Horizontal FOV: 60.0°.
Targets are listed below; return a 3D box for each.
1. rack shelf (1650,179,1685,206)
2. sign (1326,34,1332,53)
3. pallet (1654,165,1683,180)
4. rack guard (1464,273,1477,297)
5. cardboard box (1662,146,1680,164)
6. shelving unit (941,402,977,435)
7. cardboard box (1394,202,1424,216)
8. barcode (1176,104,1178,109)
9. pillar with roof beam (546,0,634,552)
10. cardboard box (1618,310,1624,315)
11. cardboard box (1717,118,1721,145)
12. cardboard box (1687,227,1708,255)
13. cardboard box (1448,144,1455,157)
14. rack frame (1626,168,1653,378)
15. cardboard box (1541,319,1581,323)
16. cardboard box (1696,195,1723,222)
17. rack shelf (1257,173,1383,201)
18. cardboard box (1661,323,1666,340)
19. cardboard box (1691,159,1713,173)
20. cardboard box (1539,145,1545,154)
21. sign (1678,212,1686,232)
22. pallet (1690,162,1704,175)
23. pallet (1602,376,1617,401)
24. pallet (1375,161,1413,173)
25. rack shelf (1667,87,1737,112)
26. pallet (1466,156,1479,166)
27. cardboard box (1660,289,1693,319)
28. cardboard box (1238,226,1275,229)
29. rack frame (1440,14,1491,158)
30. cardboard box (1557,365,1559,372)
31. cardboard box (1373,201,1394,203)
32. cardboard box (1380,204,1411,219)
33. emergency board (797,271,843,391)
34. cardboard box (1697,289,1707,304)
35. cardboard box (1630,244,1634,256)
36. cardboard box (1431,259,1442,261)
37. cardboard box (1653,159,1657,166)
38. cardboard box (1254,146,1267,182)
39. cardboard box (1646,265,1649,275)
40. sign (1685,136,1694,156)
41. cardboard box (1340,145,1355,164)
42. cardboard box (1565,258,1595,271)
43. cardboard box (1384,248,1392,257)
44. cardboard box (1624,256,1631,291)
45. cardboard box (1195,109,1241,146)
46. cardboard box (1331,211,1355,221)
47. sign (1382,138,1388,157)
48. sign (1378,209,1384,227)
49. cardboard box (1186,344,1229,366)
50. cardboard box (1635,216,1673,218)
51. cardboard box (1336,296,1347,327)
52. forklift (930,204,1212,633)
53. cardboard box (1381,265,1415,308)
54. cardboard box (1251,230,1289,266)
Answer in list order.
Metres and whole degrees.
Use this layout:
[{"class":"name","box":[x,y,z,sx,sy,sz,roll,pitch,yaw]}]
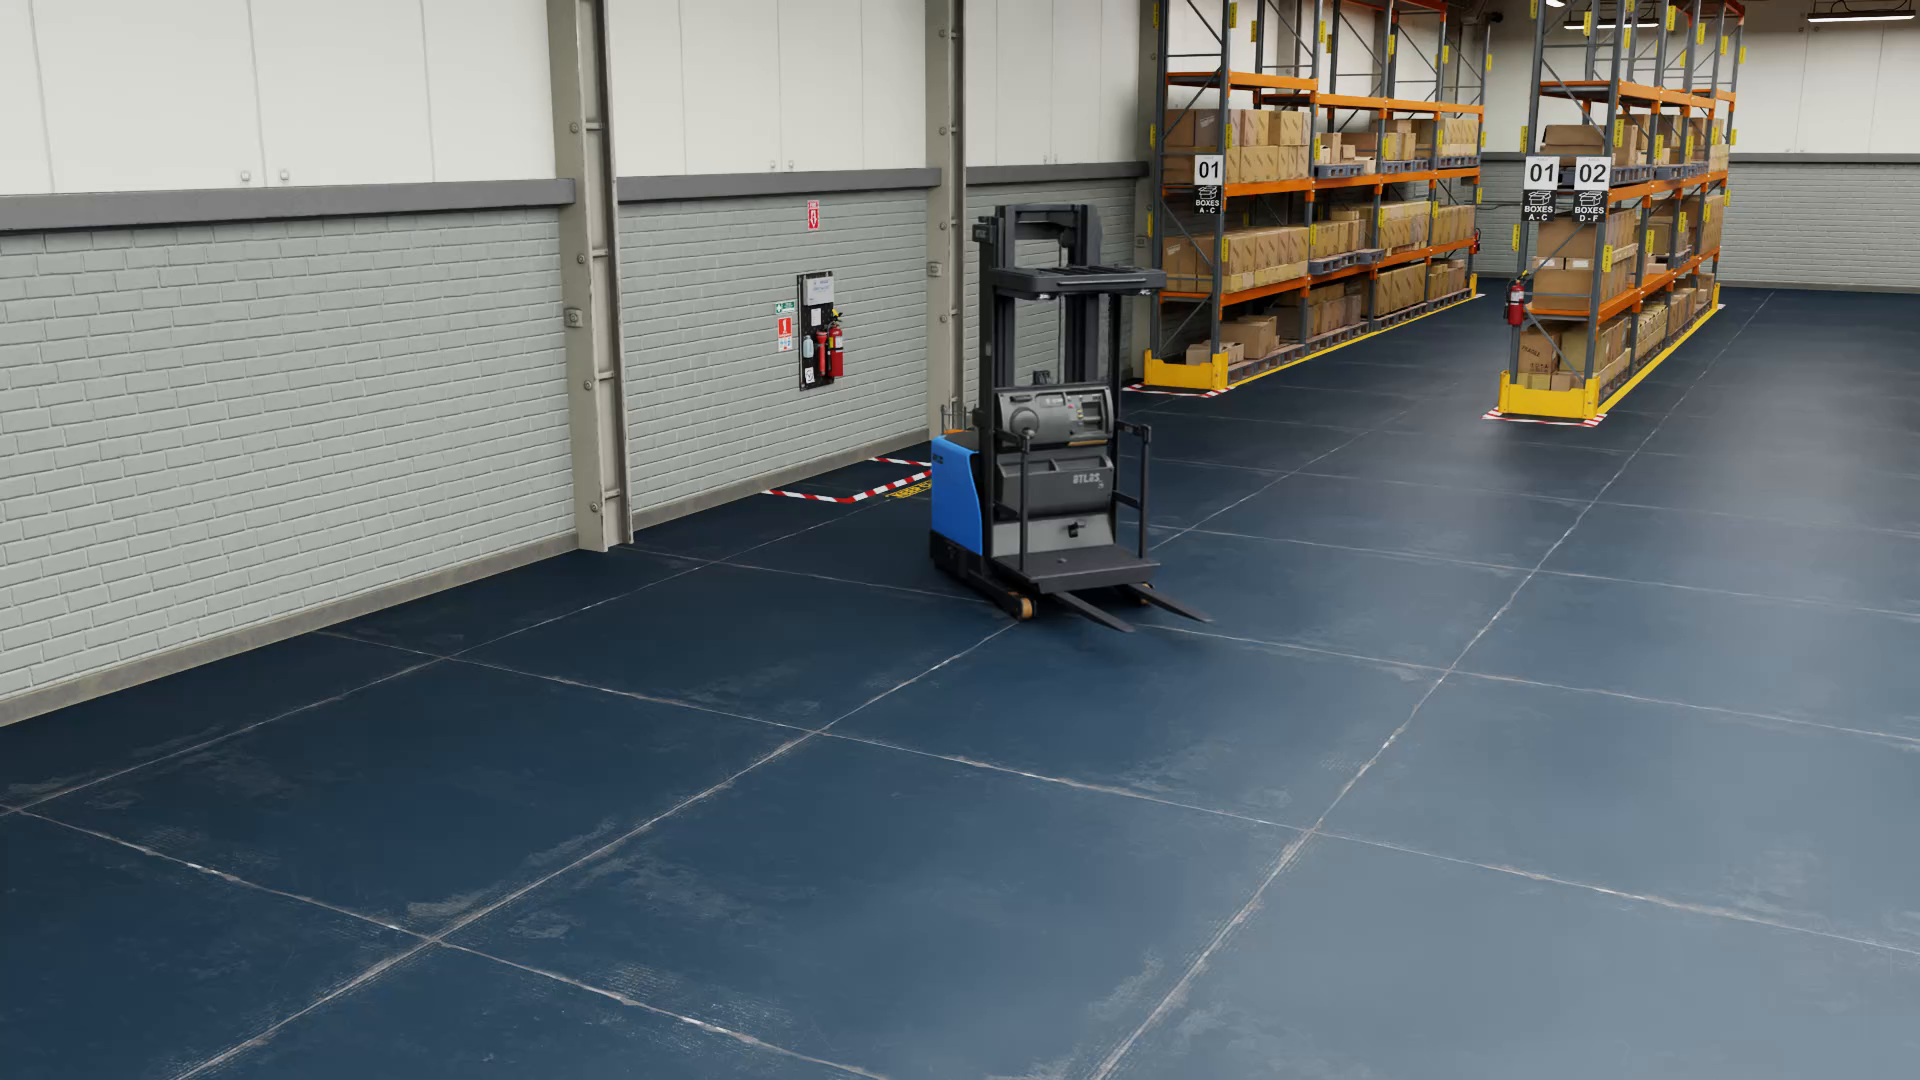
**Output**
[{"class":"rack shelf","box":[10.398,-5.412,25.718,1.077,0.370,4.000,7,15,28]},{"class":"sign","box":[6.539,-8.784,29.439,0.100,0.325,0.005,7,15,28]},{"class":"pallet","box":[10.577,-5.702,25.786,1.003,0.211,1.213,8,16,31]},{"class":"rack guard","box":[10.906,-5.706,37.134,1.175,0.500,0.348,7,15,28]},{"class":"cardboard box","box":[11.546,-6.314,27.712,0.910,0.500,0.500,7,15,28]},{"class":"shelving unit","box":[-0.007,-0.580,14.381,0.258,1.200,0.189,7,15,28]},{"class":"cardboard box","box":[8.703,-6.434,32.331,0.500,0.250,0.500,8,16,29]},{"class":"barcode","box":[3.065,-6.120,23.493,0.001,0.075,0.075,7,15,28]},{"class":"pillar with roof beam","box":[0.708,-3.842,11.268,9.100,9.000,0.400,7,15,28]},{"class":"cardboard box","box":[10.359,-3.567,26.703,0.500,0.311,0.500,7,15,27]},{"class":"cardboard box","box":[14.534,-8.033,32.709,0.700,0.500,0.500,7,15,28]},{"class":"cardboard box","box":[13.783,-5.657,31.386,0.500,0.500,0.500,8,16,30]},{"class":"cardboard box","box":[9.784,-7.948,33.913,0.500,0.250,0.500,7,15,27]},{"class":"rack frame","box":[9.431,-3.894,24.284,1.000,3.000,0.127,7,15,28]},{"class":"cardboard box","box":[8.449,-2.861,23.370,0.500,0.500,0.500,7,15,28]},{"class":"cardboard box","box":[15.014,-6.664,33.429,0.500,0.500,0.500,8,16,30]},{"class":"rack shelf","box":[6.060,-5.973,28.043,1.077,0.370,4.000,7,15,28]},{"class":"cardboard box","box":[11.324,-3.446,27.398,0.500,0.250,0.500,8,16,29]},{"class":"cardboard box","box":[13.750,-6.992,31.055,0.500,0.250,0.500,7,15,28]},{"class":"cardboard box","box":[7.823,-4.997,21.584,0.500,0.250,0.500,7,15,28]},{"class":"sign","box":[11.852,-5.215,27.294,0.100,0.325,0.005,7,15,28]},{"class":"pallet","box":[12.423,-6.563,29.356,1.213,0.211,1.003,7,15,28]},{"class":"pallet","box":[8.421,-2.128,22.911,1.003,0.211,1.213,7,15,28]},{"class":"pallet","box":[7.829,-7.009,31.209,1.003,0.211,1.213,8,16,31]},{"class":"rack shelf","box":[14.265,-8.510,32.175,1.077,0.370,4.000,7,15,28]},{"class":"pallet","box":[10.544,-8.178,35.843,1.003,0.211,1.213,7,15,28]},{"class":"cardboard box","box":[13.064,-4.299,30.362,0.500,0.500,0.500,7,15,28]},{"class":"cardboard box","box":[4.683,-4.683,26.234,0.500,0.500,0.500,7,15,27]},{"class":"rack frame","box":[10.894,-9.832,36.118,1.000,3.000,0.127,7,15,28]},{"class":"cardboard box","box":[7.729,-2.188,22.179,0.500,0.250,0.500,7,15,28]},{"class":"cardboard box","box":[8.263,-6.490,32.562,0.500,0.250,0.500,8,15,29]},{"class":"cardboard box","box":[8.210,-6.225,31.463,0.500,0.250,0.500,7,15,27]},{"class":"emergency board","box":[-1.388,-2.141,17.016,0.194,1.169,0.643,7,15,28]},{"class":"cardboard box","box":[14.699,-4.902,33.394,0.500,0.250,0.500,7,15,28]},{"class":"cardboard box","box":[9.366,-4.127,23.654,0.380,0.149,0.250,7,15,27]},{"class":"cardboard box","box":[10.284,-6.010,36.115,0.380,0.149,0.250,7,15,28]},{"class":"cardboard box","box":[10.409,-5.868,25.499,0.500,0.250,0.500,6,15,23]},{"class":"cardboard box","box":[4.078,-5.403,23.890,0.500,0.500,0.500,8,16,31]},{"class":"cardboard box","box":[10.798,-4.324,26.605,0.380,0.149,0.250,9,16,32]},{"class":"sign","box":[11.847,-6.398,26.999,0.100,0.325,0.005,7,15,28]},{"class":"cardboard box","box":[6.319,-6.537,28.587,0.797,0.503,0.637,10,17,36]},{"class":"cardboard box","box":[7.876,-3.493,21.025,0.380,0.149,0.250,7,15,28]},{"class":"cardboard box","box":[7.720,-5.299,30.608,0.380,0.149,0.250,8,16,30]},{"class":"cardboard box","box":[9.222,-3.850,23.891,0.700,0.500,0.500,7,15,27]},{"class":"cardboard box","box":[3.558,-5.688,22.935,0.500,0.500,0.500,6,15,24]},{"class":"cardboard box","box":[6.743,-5.711,29.285,0.380,0.149,0.250,5,14,19]},{"class":"sign","box":[7.501,-6.922,29.344,0.100,0.325,0.005,7,15,28]},{"class":"sign","box":[7.506,-5.740,29.639,0.100,0.325,0.005,7,15,28]},{"class":"cardboard box","box":[3.572,-2.672,24.015,0.500,0.311,0.500,6,15,22]},{"class":"cardboard box","box":[12.874,-5.716,30.733,0.700,0.500,0.500,2,14,9]},{"class":"cardboard box","box":[6.373,-4.027,29.233,0.700,0.500,0.500,7,15,28]},{"class":"forklift","box":[0.806,-0.954,12.238,1.130,2.935,3.031,-6,15,-23]},{"class":"cardboard box","box":[8.333,-4.924,32.247,0.750,0.750,0.750,8,16,30]},{"class":"cardboard box","box":[4.646,-4.418,25.137,0.500,0.500,0.500,7,15,26]}]
